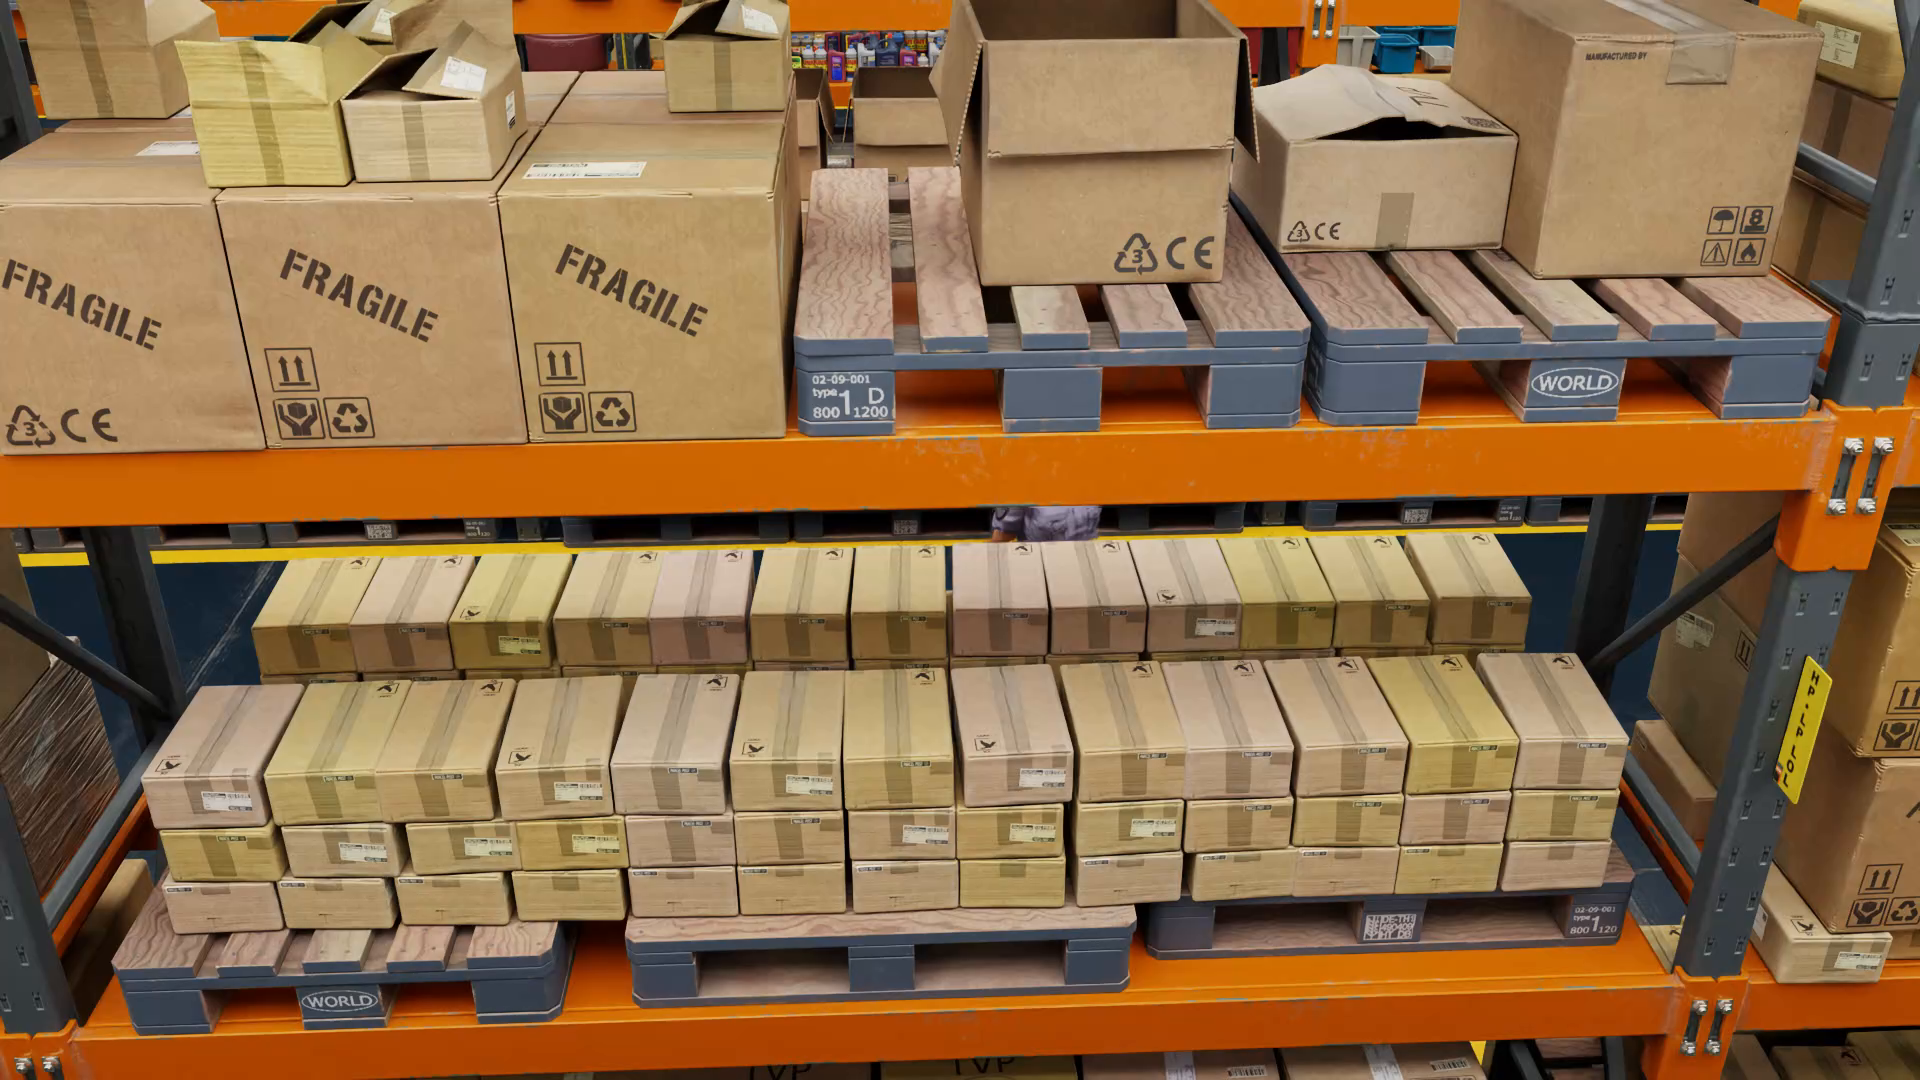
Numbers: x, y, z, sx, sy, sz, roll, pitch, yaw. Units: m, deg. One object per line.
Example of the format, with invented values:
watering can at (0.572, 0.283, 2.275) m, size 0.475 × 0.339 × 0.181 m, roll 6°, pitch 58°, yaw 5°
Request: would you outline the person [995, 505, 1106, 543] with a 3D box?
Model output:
person at (0.336, 0.193, 6.743) m, size 0.518 × 1.625 × 0.559 m, roll -21°, pitch 34°, yaw -34°
